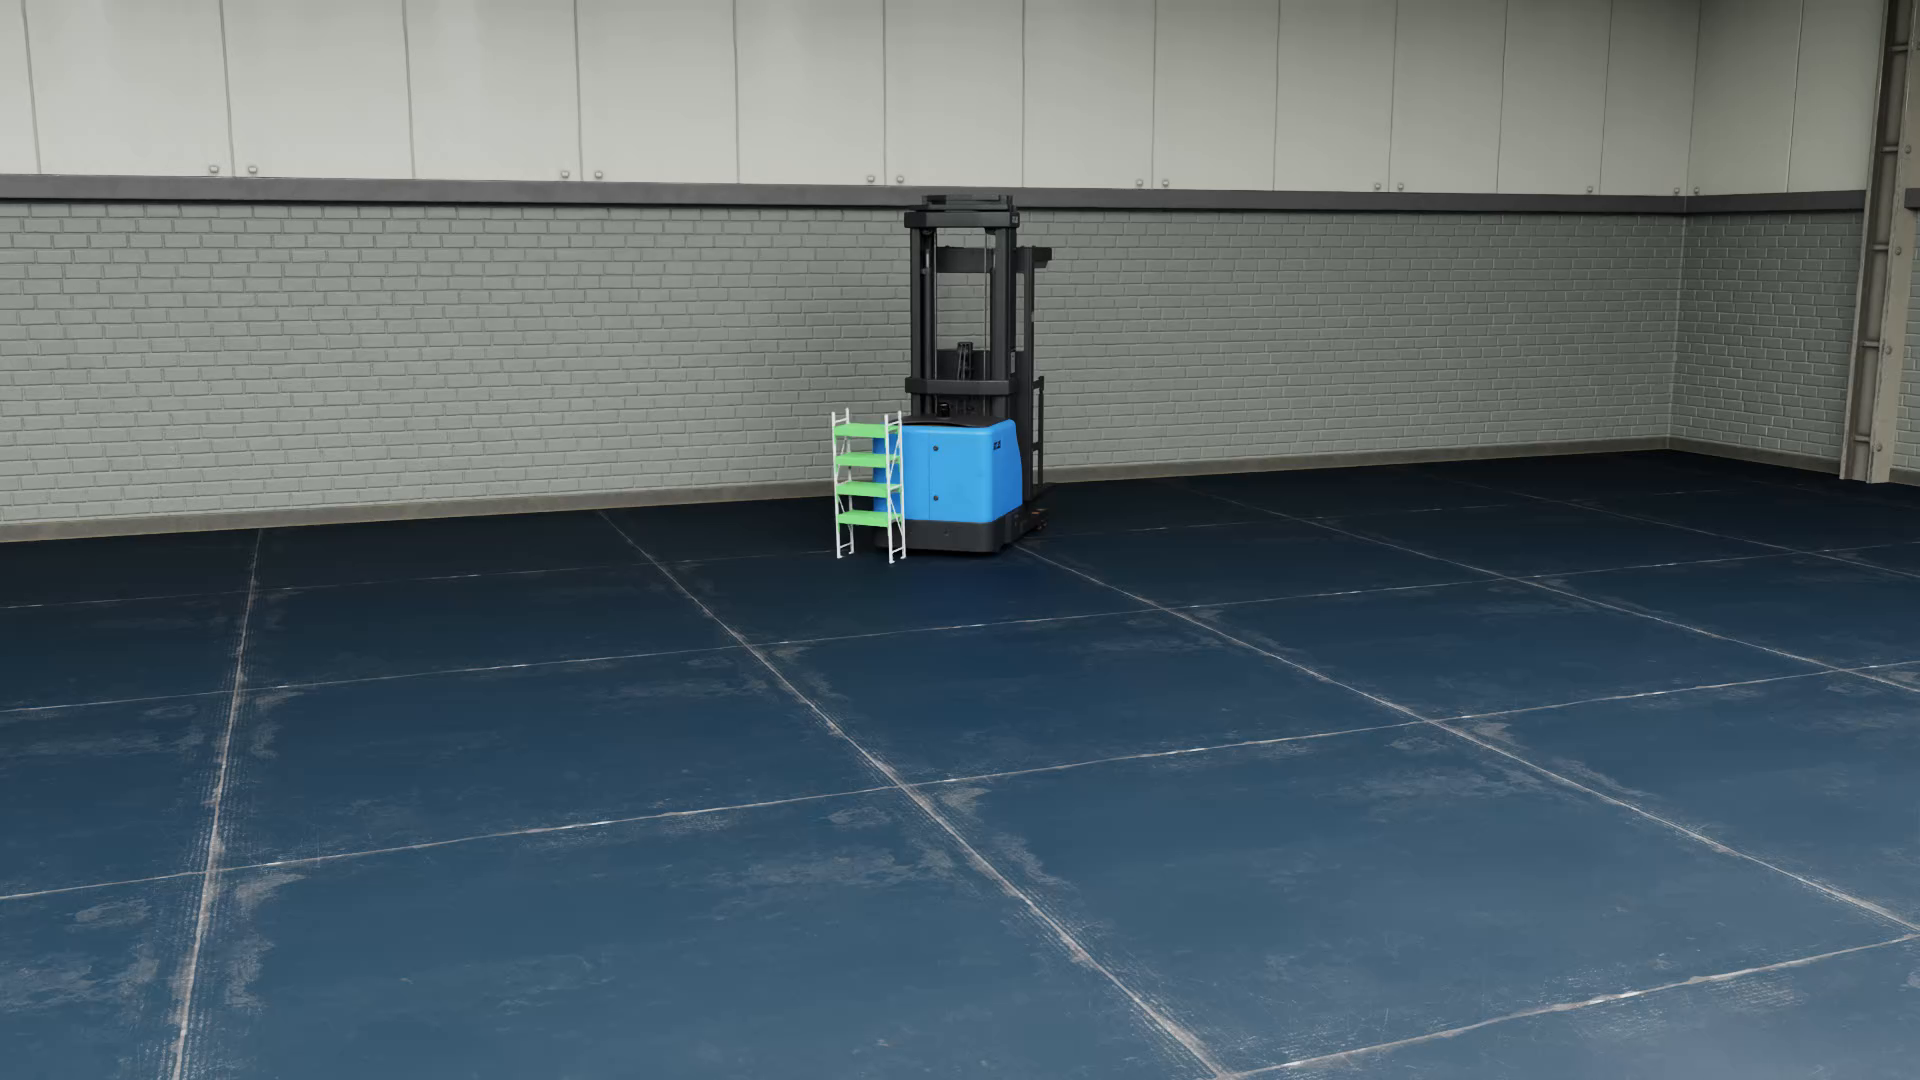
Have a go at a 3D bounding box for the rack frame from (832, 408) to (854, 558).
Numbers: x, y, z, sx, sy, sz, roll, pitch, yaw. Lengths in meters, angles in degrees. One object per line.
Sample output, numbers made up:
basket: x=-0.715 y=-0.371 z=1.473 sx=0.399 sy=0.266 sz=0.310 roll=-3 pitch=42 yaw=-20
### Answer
rack frame: x=-0.954 y=-0.462 z=13.556 sx=0.015 sy=1.200 sz=0.240 roll=5 pitch=14 yaw=26

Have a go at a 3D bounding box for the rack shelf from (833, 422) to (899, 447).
rack shelf: x=-0.745 y=-0.849 z=13.358 sx=0.480 sy=0.148 sz=0.258 roll=5 pitch=14 yaw=26

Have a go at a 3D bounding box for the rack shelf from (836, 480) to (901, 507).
rack shelf: x=-0.735 y=-0.380 z=13.462 sx=0.480 sy=0.148 sz=0.258 roll=5 pitch=14 yaw=26

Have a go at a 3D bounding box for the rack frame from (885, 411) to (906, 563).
rack frame: x=-0.518 y=-0.424 z=13.340 sx=0.015 sy=1.200 sz=0.240 roll=5 pitch=14 yaw=26

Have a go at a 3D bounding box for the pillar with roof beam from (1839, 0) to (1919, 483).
pillar with roof beam: x=5.823 y=-4.808 z=15.754 sx=9.100 sy=9.000 sz=0.400 roll=-4 pitch=11 yaw=-21

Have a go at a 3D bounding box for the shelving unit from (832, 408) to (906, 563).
shelving unit: x=-0.736 y=-0.443 z=13.448 sx=0.503 sy=1.200 sz=0.258 roll=5 pitch=14 yaw=26

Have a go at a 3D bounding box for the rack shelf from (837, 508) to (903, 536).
rack shelf: x=-0.730 y=-0.146 z=13.514 sx=0.480 sy=0.148 sz=0.258 roll=5 pitch=14 yaw=26

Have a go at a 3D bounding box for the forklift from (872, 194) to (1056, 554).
forklift: x=0.179 y=-1.548 z=14.754 sx=1.130 sy=2.935 sz=3.031 roll=3 pitch=11 yaw=16

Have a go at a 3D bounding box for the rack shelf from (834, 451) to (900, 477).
rack shelf: x=-0.740 y=-0.615 z=13.410 sx=0.480 sy=0.148 sz=0.258 roll=5 pitch=14 yaw=26
